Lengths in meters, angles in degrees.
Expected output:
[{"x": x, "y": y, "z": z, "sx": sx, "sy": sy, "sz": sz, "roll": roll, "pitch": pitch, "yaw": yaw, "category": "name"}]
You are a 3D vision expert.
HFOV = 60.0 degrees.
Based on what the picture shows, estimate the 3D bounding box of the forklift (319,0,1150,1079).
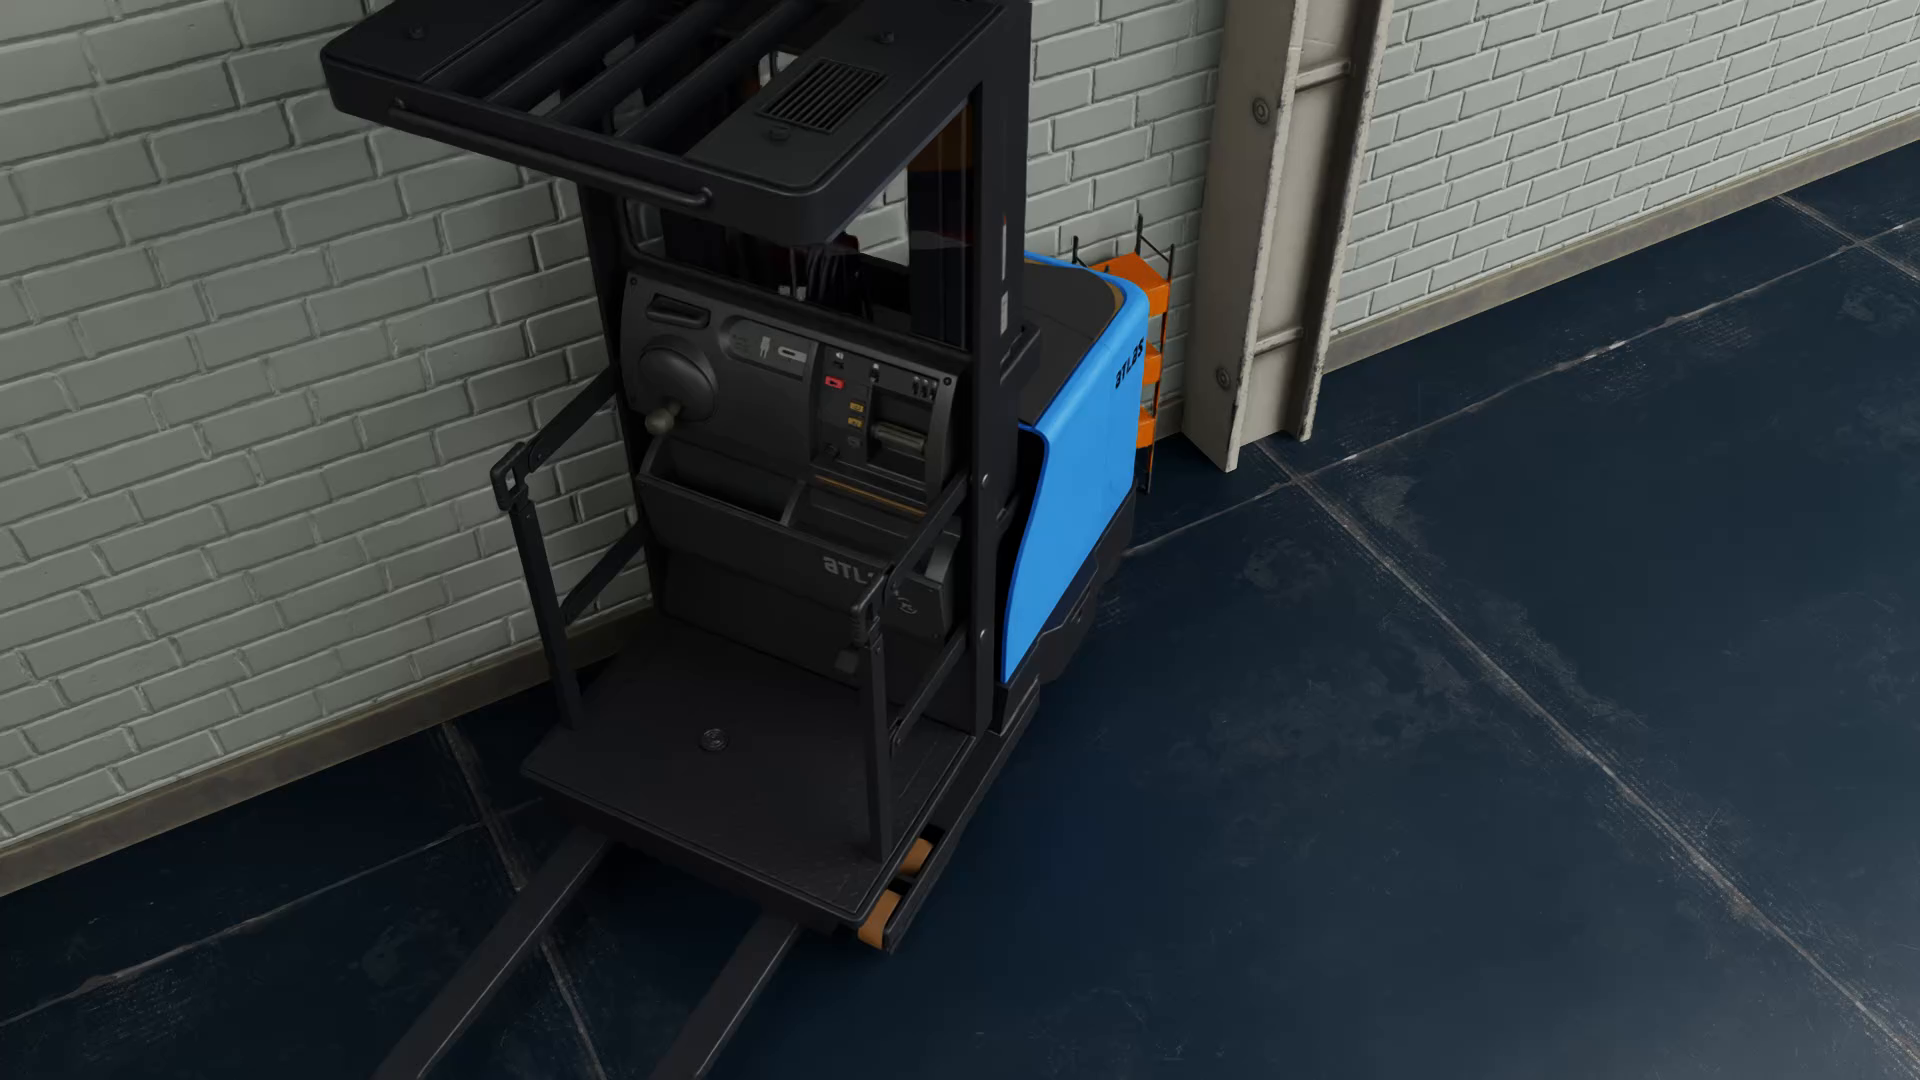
[{"x": -0.528, "y": -0.285, "z": 3.939, "sx": 1.130, "sy": 2.935, "sz": 3.031, "roll": 19, "pitch": 47, "yaw": 19, "category": "forklift"}]

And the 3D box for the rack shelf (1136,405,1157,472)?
[{"x": 0.516, "y": -0.354, "z": 5.775, "sx": 0.240, "sy": 0.259, "sz": 0.215, "roll": -21, "pitch": 48, "yaw": -21, "category": "rack shelf"}]

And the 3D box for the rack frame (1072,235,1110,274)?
[{"x": 0.409, "y": -0.520, "z": 5.531, "sx": 0.008, "sy": 1.050, "sz": 0.200, "roll": -21, "pitch": 48, "yaw": -21, "category": "rack frame"}]

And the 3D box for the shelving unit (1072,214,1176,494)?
[{"x": 0.516, "y": -0.561, "z": 5.574, "sx": 0.252, "sy": 1.050, "sz": 0.215, "roll": -21, "pitch": 48, "yaw": -21, "category": "shelving unit"}]

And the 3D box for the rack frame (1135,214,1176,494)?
[{"x": 0.622, "y": -0.603, "z": 5.617, "sx": 0.008, "sy": 1.050, "sz": 0.200, "roll": -21, "pitch": 48, "yaw": -21, "category": "rack frame"}]

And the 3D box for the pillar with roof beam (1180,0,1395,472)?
[{"x": 3.196, "y": -1.033, "z": 0.353, "sx": 0.400, "sy": 9.000, "sz": 9.100, "roll": -22, "pitch": 48, "yaw": -21, "category": "pillar with roof beam"}]

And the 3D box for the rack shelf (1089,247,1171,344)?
[{"x": 0.516, "y": -0.757, "z": 5.384, "sx": 0.240, "sy": 0.259, "sz": 0.215, "roll": -21, "pitch": 48, "yaw": -21, "category": "rack shelf"}]

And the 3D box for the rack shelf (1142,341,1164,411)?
[{"x": 0.516, "y": -0.554, "z": 5.582, "sx": 0.240, "sy": 0.259, "sz": 0.215, "roll": -21, "pitch": 48, "yaw": -21, "category": "rack shelf"}]
